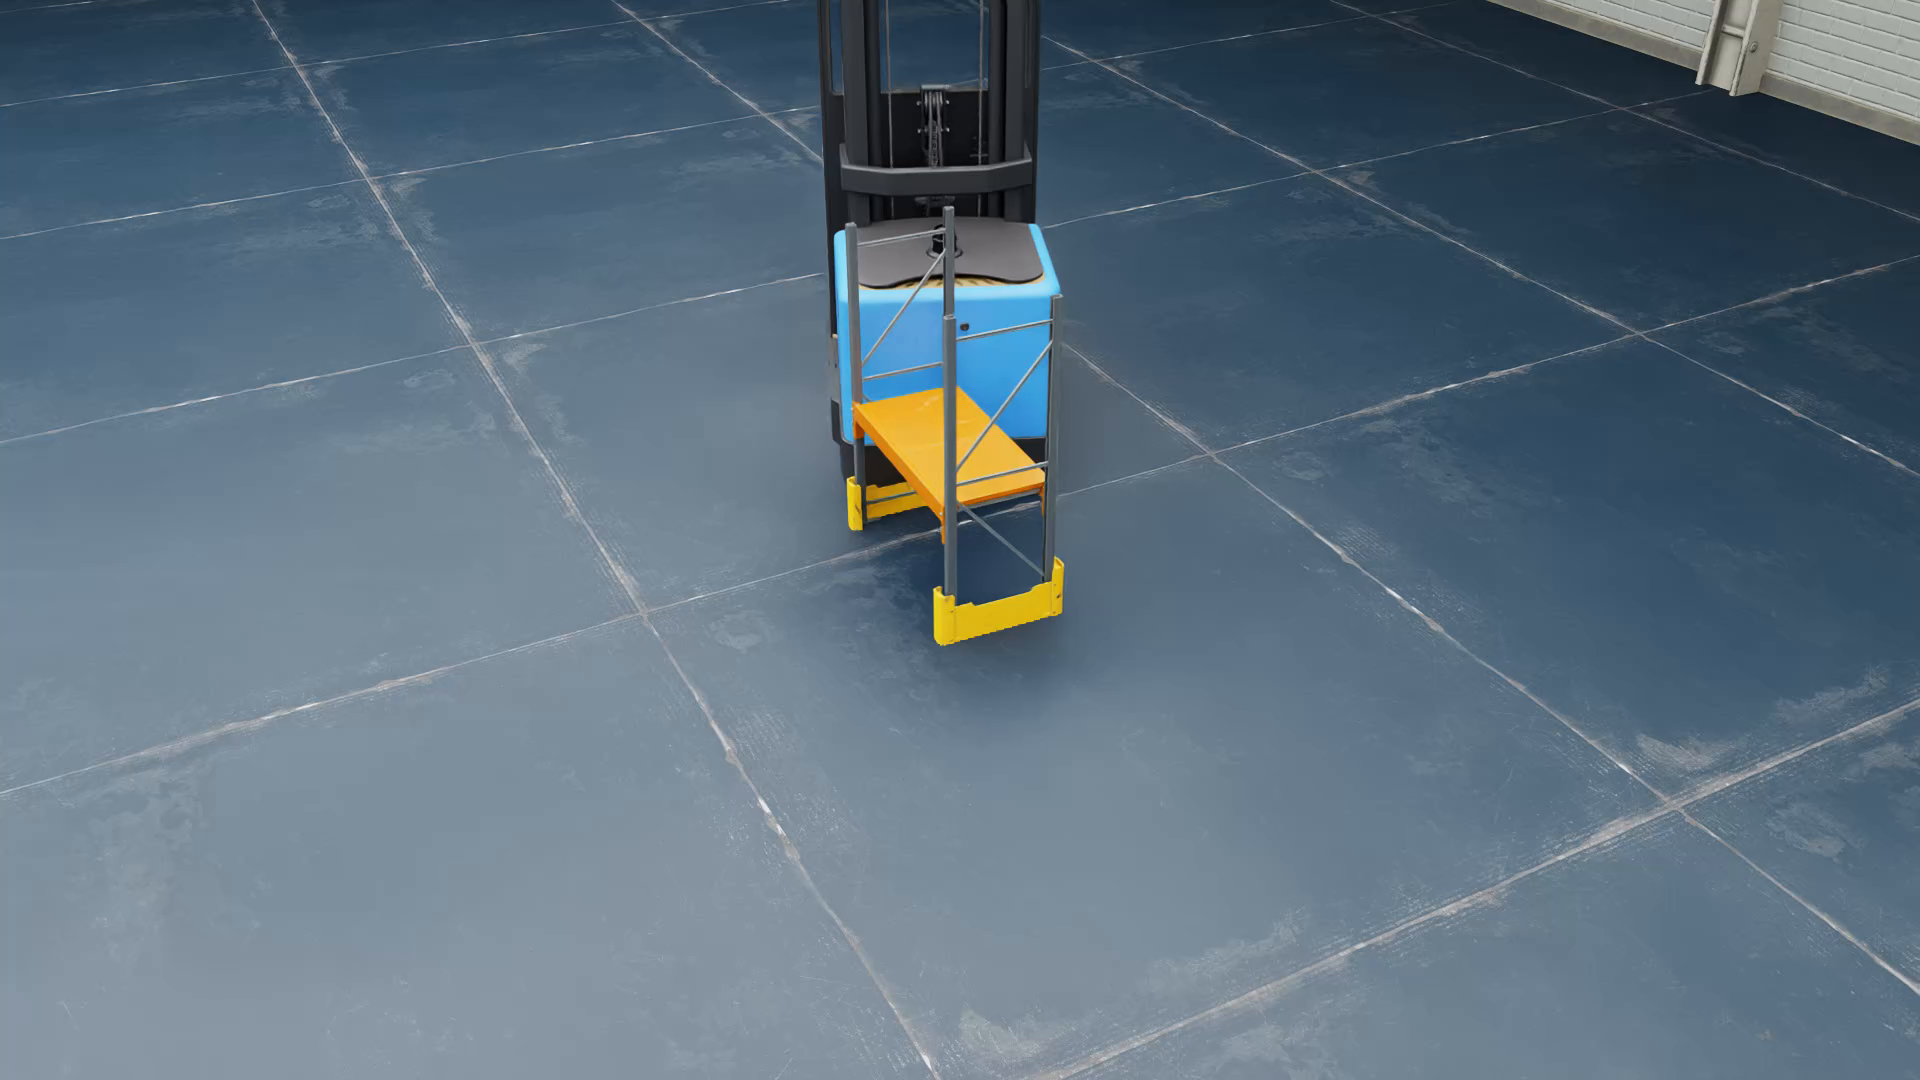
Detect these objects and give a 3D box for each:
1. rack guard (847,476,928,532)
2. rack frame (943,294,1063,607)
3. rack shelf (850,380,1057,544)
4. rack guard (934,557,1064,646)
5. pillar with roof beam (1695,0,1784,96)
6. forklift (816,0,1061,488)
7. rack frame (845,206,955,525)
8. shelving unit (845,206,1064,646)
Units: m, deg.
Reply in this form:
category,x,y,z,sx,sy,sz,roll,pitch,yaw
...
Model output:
category,x,y,z,sx,sy,sz,roll,pitch,yaw
rack guard,-0.249,-0.226,7.871,0.587,0.250,0.087,-14,35,-21
rack frame,0.168,-0.263,6.771,0.500,1.500,0.032,-14,35,-21
rack shelf,-0.044,-0.361,7.257,0.538,0.185,1.000,-14,35,-21
rack guard,0.167,0.262,7.109,0.587,0.250,0.087,-14,35,-21
pillar with roof beam,2.418,-6.381,9.368,9.100,9.000,0.400,-16,36,-23
forklift,-0.175,-2.253,8.550,1.130,2.935,3.031,-3,33,-4
rack frame,-0.257,-0.762,7.549,0.500,1.500,0.032,-14,35,-21
shelving unit,-0.041,-0.508,7.153,0.587,1.500,1.083,-14,35,-21
